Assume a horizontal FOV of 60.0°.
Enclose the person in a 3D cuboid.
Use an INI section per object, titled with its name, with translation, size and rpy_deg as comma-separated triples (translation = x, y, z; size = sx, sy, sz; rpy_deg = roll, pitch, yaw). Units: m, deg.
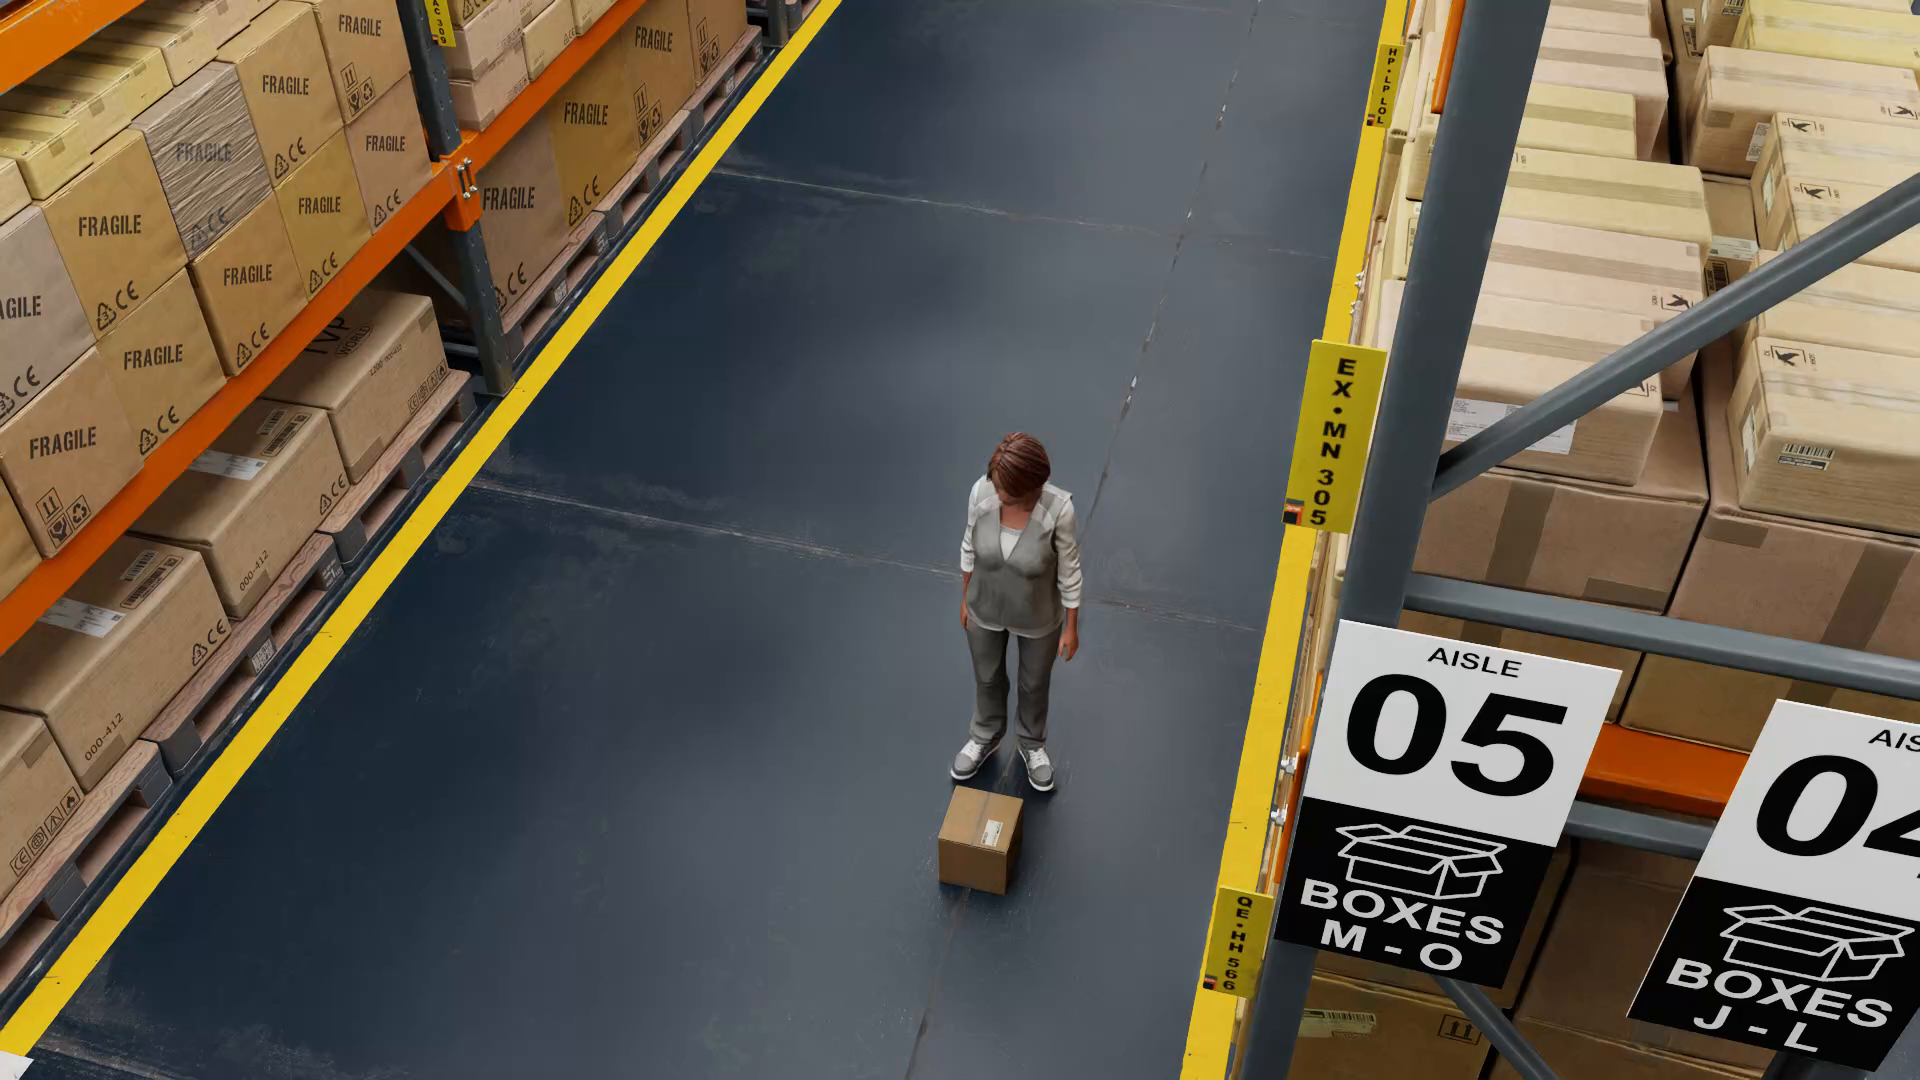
[person]
translation = 0.209, 0.269, 5.853
size = 0.445, 1.593, 0.316
rpy_deg = 11, 43, 12
